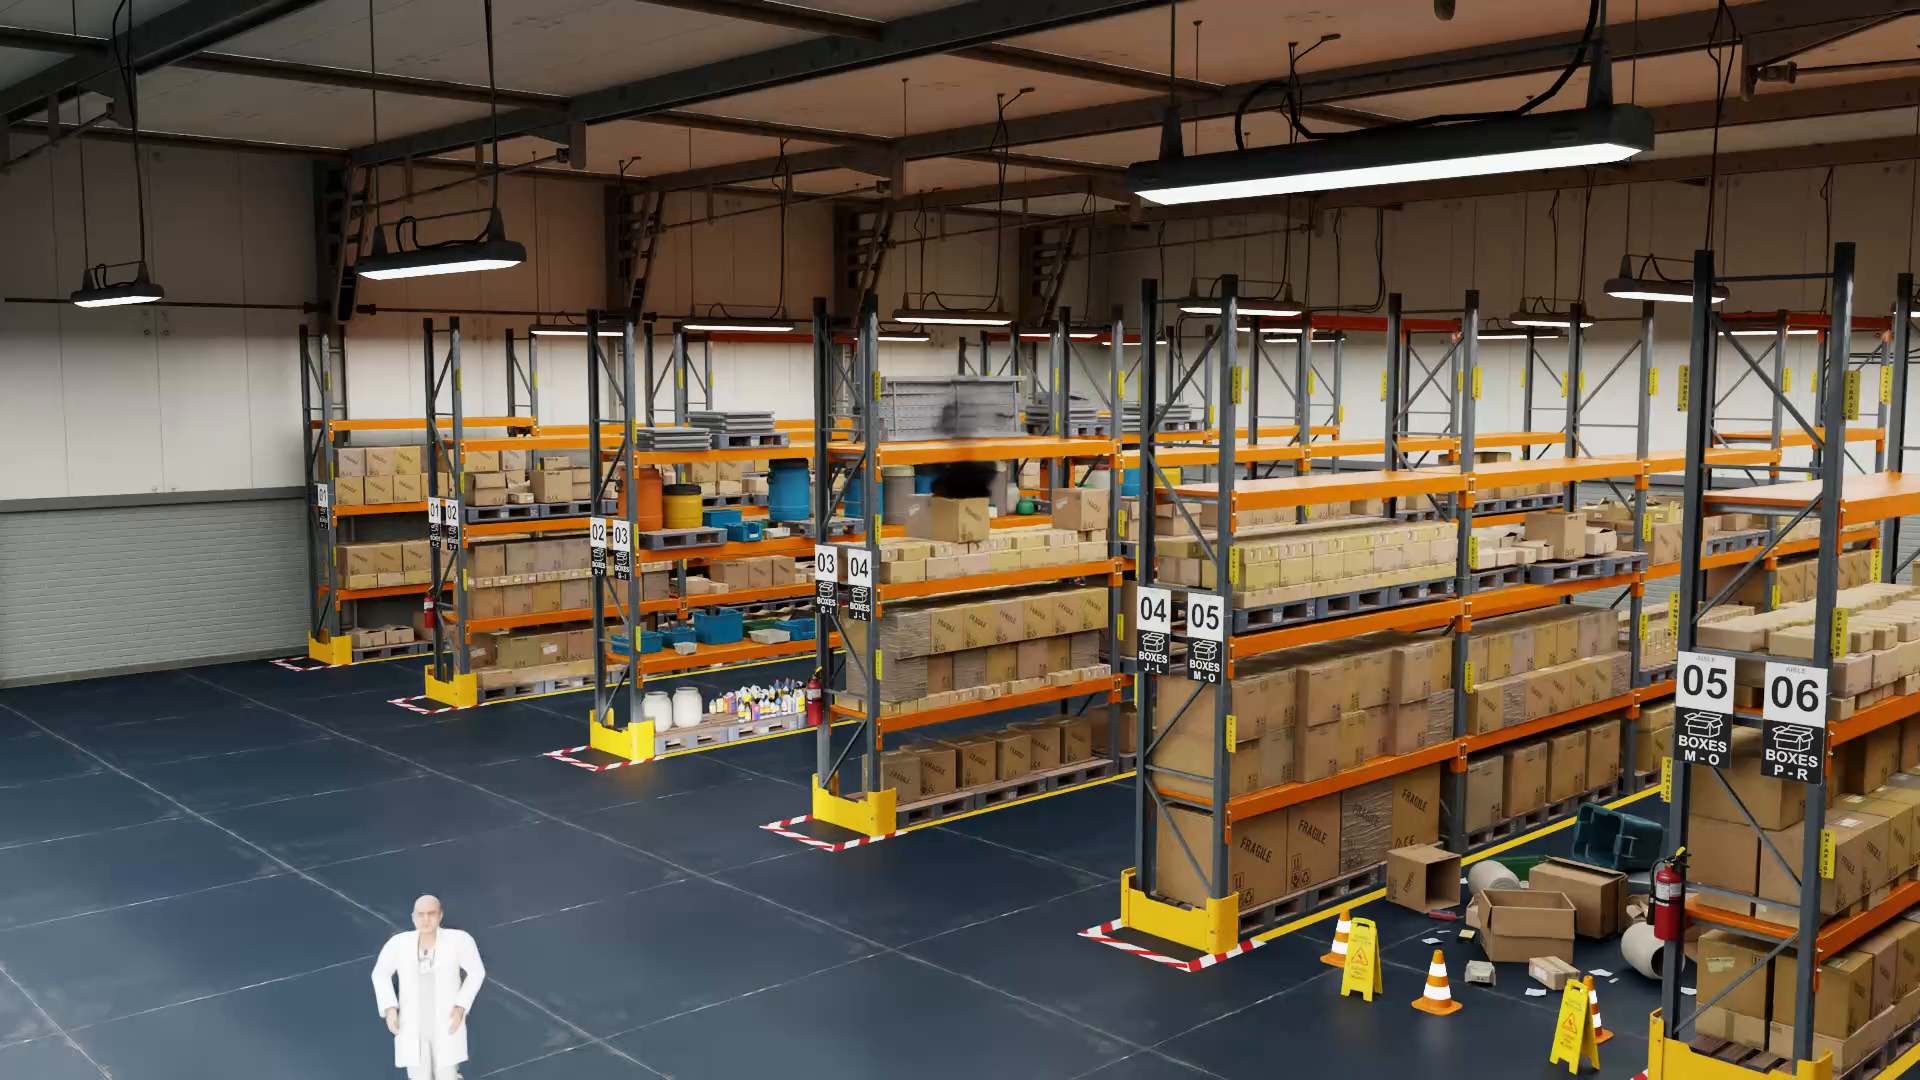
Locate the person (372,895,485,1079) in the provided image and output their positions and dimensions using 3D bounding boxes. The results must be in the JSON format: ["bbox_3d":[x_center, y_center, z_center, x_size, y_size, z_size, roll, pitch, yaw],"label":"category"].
[{"bbox_3d":[-3.507,3.192,10.995,0.721,1.750,0.718,-1,6,-10],"label":"person"}]
